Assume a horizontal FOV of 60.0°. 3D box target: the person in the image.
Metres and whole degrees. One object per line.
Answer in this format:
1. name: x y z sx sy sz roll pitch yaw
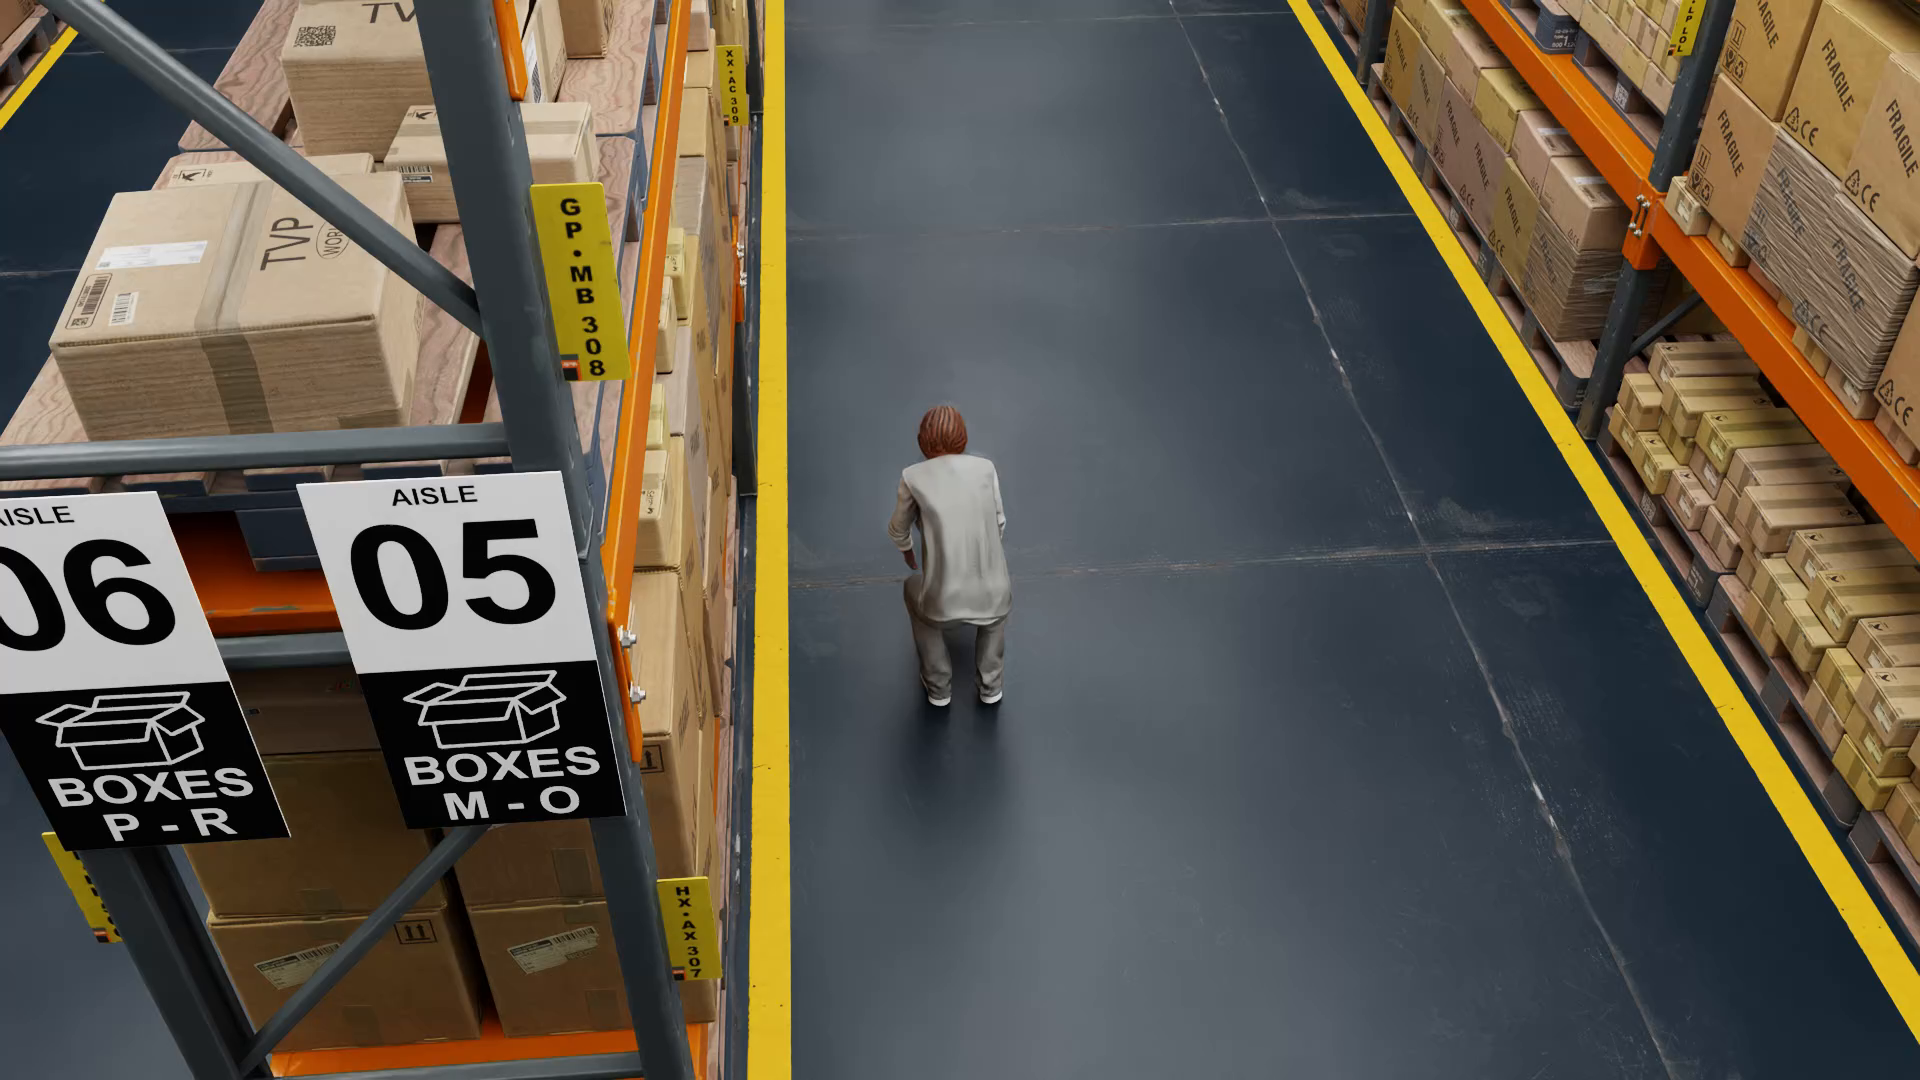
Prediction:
1. person: -0.032 0.119 6.395 0.464 1.122 0.730 -3 40 -4
